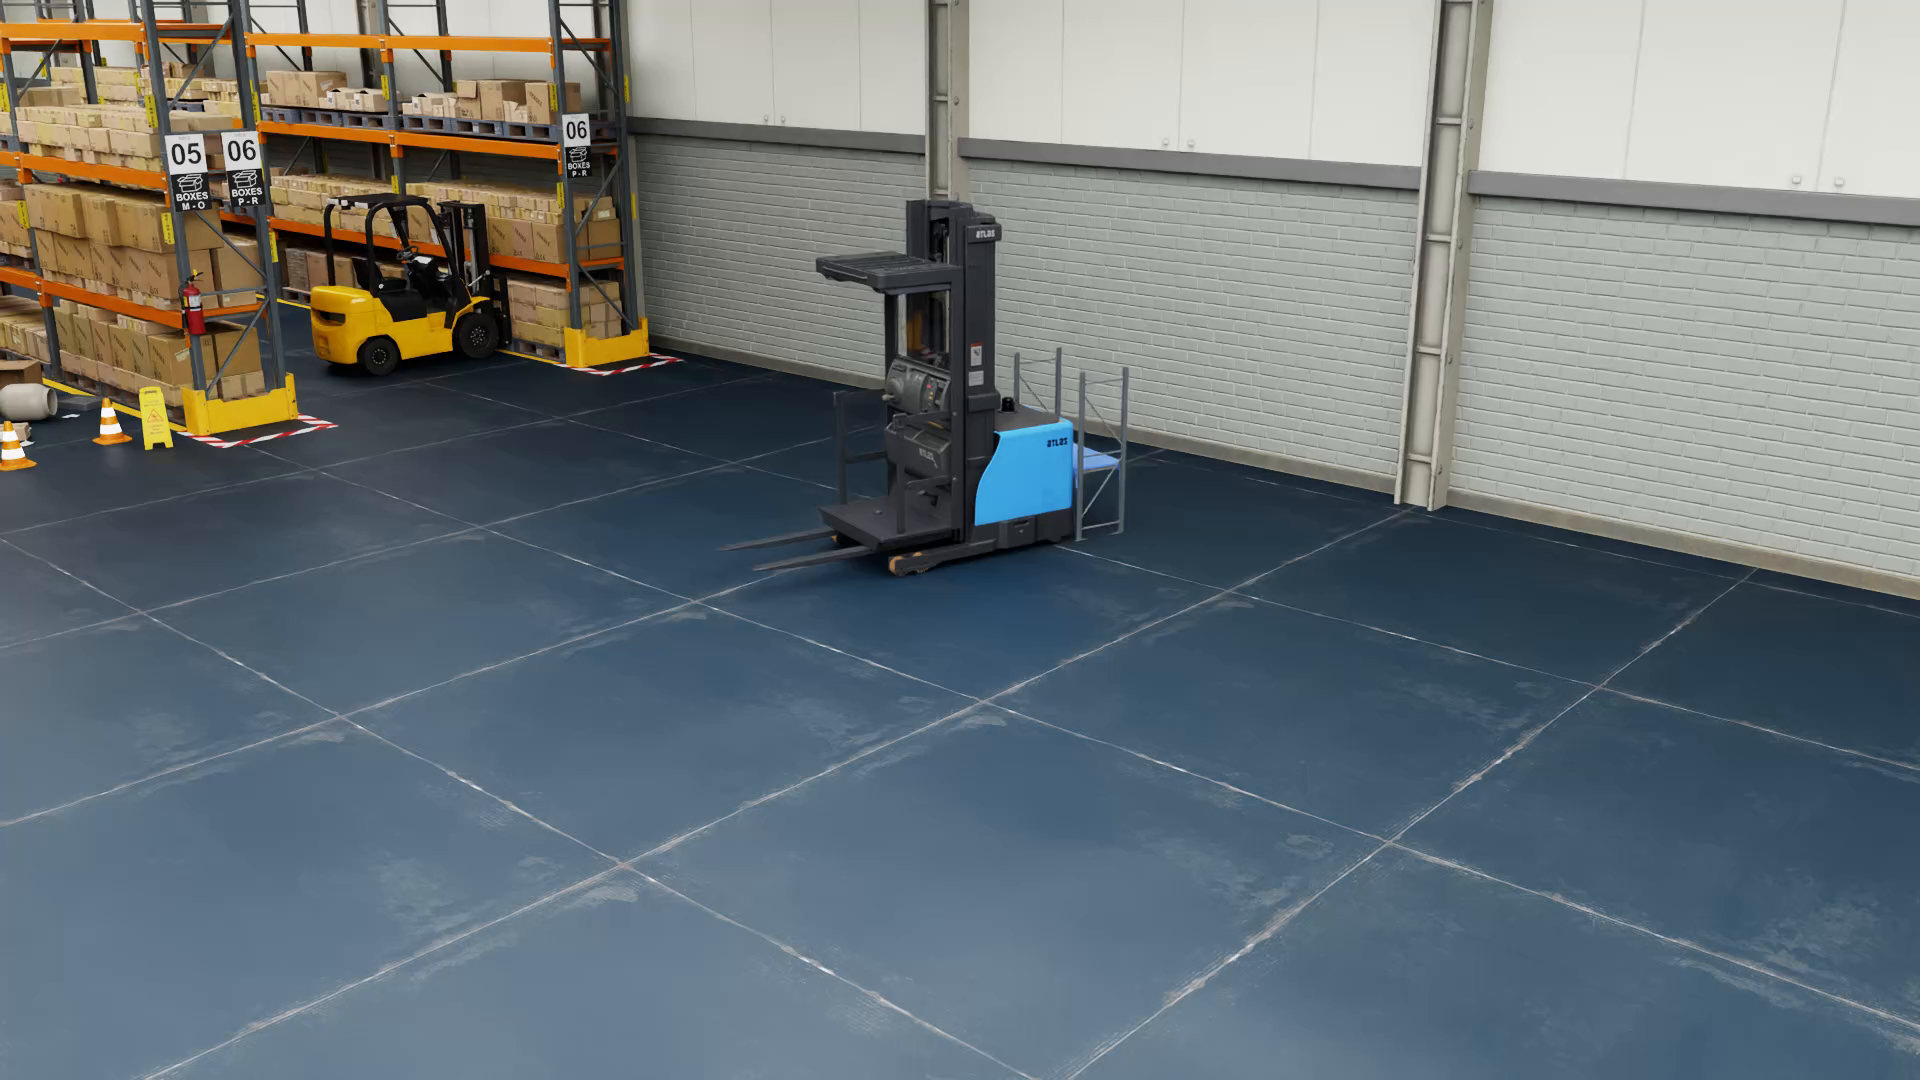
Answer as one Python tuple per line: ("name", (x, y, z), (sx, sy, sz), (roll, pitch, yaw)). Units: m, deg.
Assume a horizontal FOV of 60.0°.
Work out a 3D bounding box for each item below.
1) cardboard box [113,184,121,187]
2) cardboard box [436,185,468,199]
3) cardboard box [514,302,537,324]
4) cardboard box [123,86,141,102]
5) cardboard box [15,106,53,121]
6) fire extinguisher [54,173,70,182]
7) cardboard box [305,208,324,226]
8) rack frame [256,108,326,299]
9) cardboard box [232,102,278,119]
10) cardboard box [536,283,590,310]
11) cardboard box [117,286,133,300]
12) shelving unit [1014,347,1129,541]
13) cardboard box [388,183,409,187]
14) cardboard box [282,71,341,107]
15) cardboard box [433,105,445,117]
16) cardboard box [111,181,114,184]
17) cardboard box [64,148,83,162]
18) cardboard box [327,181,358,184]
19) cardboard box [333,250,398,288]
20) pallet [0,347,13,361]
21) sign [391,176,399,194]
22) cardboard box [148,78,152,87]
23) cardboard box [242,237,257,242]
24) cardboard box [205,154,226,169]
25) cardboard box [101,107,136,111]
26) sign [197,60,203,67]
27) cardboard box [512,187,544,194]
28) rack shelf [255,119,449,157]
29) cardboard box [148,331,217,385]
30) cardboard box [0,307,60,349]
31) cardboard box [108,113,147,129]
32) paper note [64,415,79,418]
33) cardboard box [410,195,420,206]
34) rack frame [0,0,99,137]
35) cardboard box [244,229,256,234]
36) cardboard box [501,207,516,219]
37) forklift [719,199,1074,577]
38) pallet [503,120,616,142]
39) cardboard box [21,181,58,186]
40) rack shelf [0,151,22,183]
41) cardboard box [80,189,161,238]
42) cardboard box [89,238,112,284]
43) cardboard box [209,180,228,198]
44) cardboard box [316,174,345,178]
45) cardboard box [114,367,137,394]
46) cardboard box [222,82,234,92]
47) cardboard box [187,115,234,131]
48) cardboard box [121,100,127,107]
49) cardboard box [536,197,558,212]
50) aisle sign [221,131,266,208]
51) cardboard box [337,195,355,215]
("cardboard box", (-15.231, -6.448, 30.387), (0.250, 0.149, 0.380), (15, 23, 39))
("cardboard box", (-7.081, -4.852, 23.214), (0.250, 0.149, 0.380), (16, 23, 40))
("cardboard box", (-5.647, -3.096, 22.433), (0.500, 0.250, 0.500), (15, 23, 39))
("cardboard box", (-14.210, -7.788, 28.989), (0.500, 0.250, 0.500), (15, 23, 39))
("cardboard box", (-10.972, -5.070, 19.768), (0.250, 0.149, 0.380), (15, 23, 38))
("fire extinguisher", (-17.092, -6.761, 31.701), (0.183, 0.674, 0.296), (15, 23, 39))
("cardboard box", (-9.759, -5.025, 25.733), (0.500, 0.250, 0.500), (14, 22, 38))
("rack frame", (-10.691, -5.444, 26.808), (0.127, 3.000, 1.000), (15, 23, 39))
("cardboard box", (-11.236, -6.851, 26.528), (0.500, 0.250, 0.500), (14, 22, 37))
("cardboard box", (-5.259, -3.226, 22.017), (0.500, 0.250, 0.500), (16, 24, 41))
("cardboard box", (-9.424, -2.862, 19.087), (0.250, 0.149, 0.380), (15, 23, 39))
("shelving unit", (0.973, -0.878, 14.897), (0.538, 1.500, 1.048), (-10, 20, -30))
("cardboard box", (-8.377, -5.280, 25.052), (0.250, 0.149, 0.380), (15, 23, 39))
("cardboard box", (-9.867, -6.890, 25.380), (0.500, 0.500, 0.700), (14, 23, 38))
("cardboard box", (-6.991, -5.886, 22.796), (0.250, 0.149, 0.380), (16, 24, 41))
("cardboard box", (-15.359, -6.669, 30.422), (0.500, 0.250, 0.500), (14, 23, 38))
("cardboard box", (-10.015, -4.431, 19.070), (0.250, 0.149, 0.380), (14, 23, 38))
("cardboard box", (-9.417, -5.383, 25.378), (0.250, 0.149, 0.380), (15, 23, 39))
("cardboard box", (-9.236, -4.120, 25.866), (0.625, 0.625, 0.875), (14, 22, 37))
("pallet", (-12.491, -2.589, 22.421), (1.213, 0.211, 1.003), (15, 23, 39))
("sign", (-8.052, -5.031, 23.721), (0.005, 0.325, 0.100), (15, 23, 39))
("cardboard box", (-13.504, -7.750, 28.180), (0.250, 0.149, 0.380), (16, 23, 40))
("cardboard box", (-11.621, -4.915, 27.505), (0.250, 0.149, 0.380), (14, 22, 37))
("cardboard box", (-8.032, -4.164, 18.231), (0.250, 0.149, 0.380), (15, 23, 39))
("cardboard box", (-9.820, -4.988, 19.507), (0.250, 0.149, 0.380), (14, 23, 38))
("sign", (-13.317, -8.238, 29.145), (0.005, 0.325, 0.100), (15, 23, 39))
("cardboard box", (-5.955, -4.769, 22.952), (0.250, 0.149, 0.380), (15, 23, 40))
("rack shelf", (-9.195, -6.130, 25.198), (4.000, 0.370, 1.077), (15, 23, 39))
("cardboard box", (-8.772, -2.063, 18.766), (0.500, 0.500, 0.500), (15, 23, 40))
("cardboard box", (-12.446, -2.853, 22.291), (0.625, 0.372, 0.950), (16, 24, 41))
("cardboard box", (-9.153, -4.626, 18.369), (0.250, 0.149, 0.380), (15, 23, 39))
("paper note", (-10.182, -1.426, 19.054), (0.148, 0.019, 0.142), (7, 19, 21))
("cardboard box", (-7.636, -4.875, 23.775), (0.250, 0.149, 0.380), (15, 23, 38))
("rack frame", (-10.991, -6.377, 19.829), (0.127, 3.000, 1.000), (15, 23, 39))
("cardboard box", (-12.051, -5.249, 28.558), (0.250, 0.149, 0.380), (14, 22, 37))
("cardboard box", (-5.926, -4.407, 22.301), (0.250, 0.149, 0.380), (14, 22, 38))
("forklift", (-0.526, -1.278, 13.793), (3.031, 2.935, 1.130), (-11, 21, -31))
("pallet", (-5.219, -5.373, 21.772), (1.213, 0.211, 1.003), (15, 23, 39))
("cardboard box", (-11.989, -4.585, 21.678), (0.250, 0.149, 0.380), (17, 24, 42))
("rack shelf", (-12.487, -5.006, 21.657), (4.000, 0.370, 1.077), (15, 23, 39))
("cardboard box", (-9.631, -3.747, 19.151), (0.500, 0.500, 0.700), (15, 23, 39))
("cardboard box", (-9.698, -3.259, 19.266), (0.500, 0.500, 0.500), (15, 23, 40))
("cardboard box", (-12.035, -5.980, 27.630), (0.637, 0.503, 0.797), (14, 23, 38))
("cardboard box", (-10.044, -5.754, 26.547), (0.250, 0.149, 0.380), (16, 23, 41))
("cardboard box", (-9.560, -1.915, 19.538), (0.500, 0.250, 0.500), (14, 22, 37))
("cardboard box", (-11.666, -7.316, 26.843), (0.250, 0.149, 0.380), (15, 23, 38))
("cardboard box", (-8.130, -4.522, 18.039), (0.250, 0.149, 0.380), (15, 23, 39))
("cardboard box", (-14.524, -7.669, 29.273), (0.250, 0.149, 0.380), (16, 24, 41))
("cardboard box", (-5.321, -4.403, 21.799), (0.250, 0.149, 0.380), (15, 23, 39))
("aisle sign", (-7.747, -4.011, 17.994), (0.004, 0.787, 0.394), (15, 23, 39))
("cardboard box", (-9.004, -5.054, 25.001), (0.500, 0.250, 0.500), (16, 23, 40))
